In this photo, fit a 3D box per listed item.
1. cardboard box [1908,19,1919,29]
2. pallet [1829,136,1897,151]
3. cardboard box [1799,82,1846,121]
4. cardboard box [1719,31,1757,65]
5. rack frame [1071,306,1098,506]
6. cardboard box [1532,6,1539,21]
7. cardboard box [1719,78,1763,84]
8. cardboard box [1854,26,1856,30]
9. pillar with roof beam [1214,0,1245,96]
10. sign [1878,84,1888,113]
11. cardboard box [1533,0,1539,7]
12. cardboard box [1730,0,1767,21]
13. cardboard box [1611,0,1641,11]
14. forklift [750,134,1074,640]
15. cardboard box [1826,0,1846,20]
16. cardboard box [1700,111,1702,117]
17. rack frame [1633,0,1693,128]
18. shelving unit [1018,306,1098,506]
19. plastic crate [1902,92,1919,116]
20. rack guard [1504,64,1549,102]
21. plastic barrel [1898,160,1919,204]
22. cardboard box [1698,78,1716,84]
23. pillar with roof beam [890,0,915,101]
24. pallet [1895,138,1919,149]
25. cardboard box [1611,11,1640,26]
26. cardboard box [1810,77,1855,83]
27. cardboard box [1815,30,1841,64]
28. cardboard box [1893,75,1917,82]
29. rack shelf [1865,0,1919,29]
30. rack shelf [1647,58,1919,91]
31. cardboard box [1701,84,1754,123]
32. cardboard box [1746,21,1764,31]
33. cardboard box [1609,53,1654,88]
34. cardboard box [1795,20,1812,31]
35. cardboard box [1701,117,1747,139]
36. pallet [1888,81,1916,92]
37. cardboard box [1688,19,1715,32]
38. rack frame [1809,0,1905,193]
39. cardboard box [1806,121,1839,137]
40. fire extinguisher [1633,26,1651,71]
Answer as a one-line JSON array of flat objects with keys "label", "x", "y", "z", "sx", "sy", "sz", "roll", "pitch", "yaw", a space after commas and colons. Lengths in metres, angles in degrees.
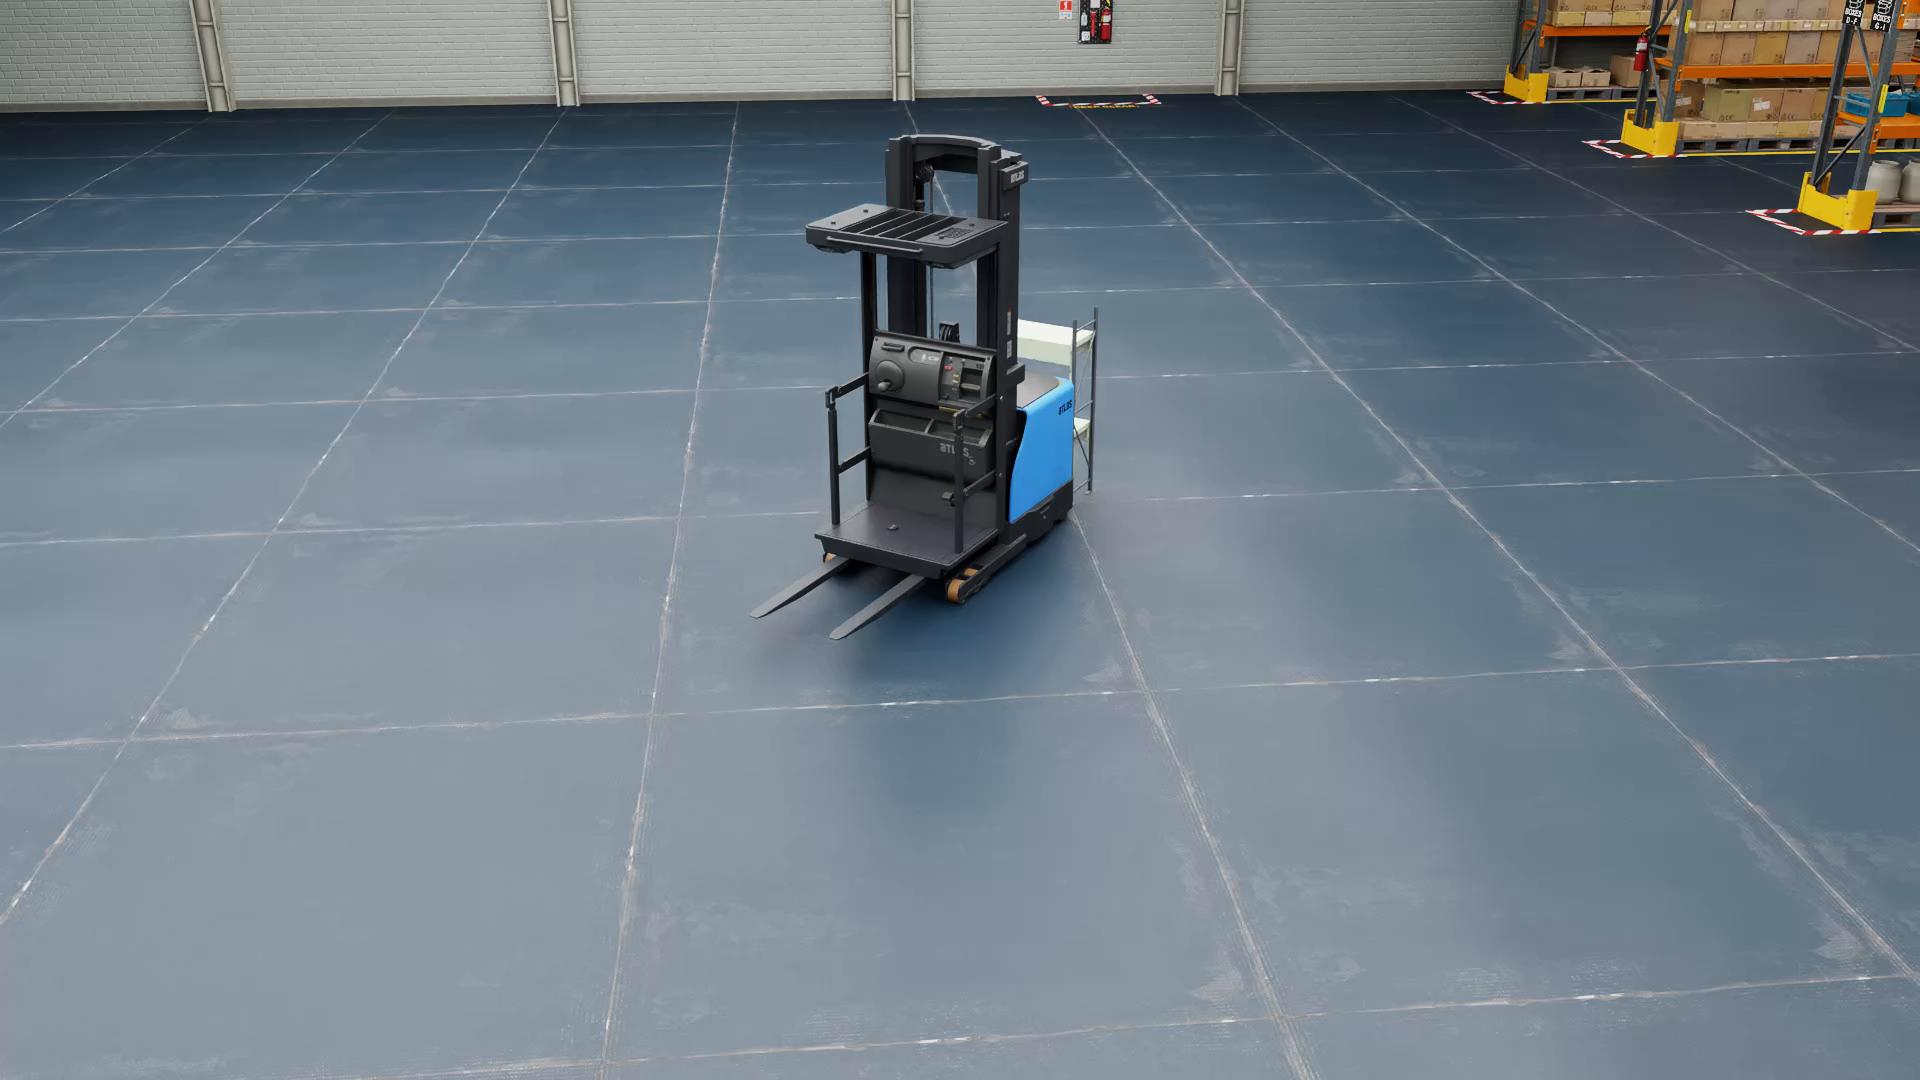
[{"label": "cardboard box", "x": 14.520, "y": -7.918, "z": 25.449, "sx": 0.250, "sy": 0.149, "sz": 0.380, "roll": -2, "pitch": 24, "yaw": -5}, {"label": "pallet", "x": 13.974, "y": -6.384, "z": 26.353, "sx": 1.213, "sy": 0.211, "sz": 1.003, "roll": -2, "pitch": 24, "yaw": -5}, {"label": "cardboard box", "x": 13.334, "y": -6.808, "z": 25.818, "sx": 0.500, "sy": 0.500, "sz": 0.500, "roll": -2, "pitch": 24, "yaw": -5}, {"label": "cardboard box", "x": 11.777, "y": -7.595, "z": 25.522, "sx": 0.500, "sy": 0.500, "sz": 0.700, "roll": -2, "pitch": 24, "yaw": -4}, {"label": "rack frame", "x": 0.934, "y": -1.002, "z": 12.658, "sx": 0.023, "sy": 1.500, "sz": 0.400, "roll": 13, "pitch": 27, "yaw": 27}, {"label": "cardboard box", "x": 10.745, "y": -9.553, "z": 30.210, "sx": 0.500, "sy": 0.250, "sz": 0.500, "roll": -2, "pitch": 24, "yaw": -4}, {"label": "cardboard box", "x": 12.287, "y": -6.979, "z": 26.203, "sx": 0.500, "sy": 0.500, "sz": 0.500, "roll": -2, "pitch": 24, "yaw": -5}, {"label": "cardboard box", "x": 13.508, "y": -7.878, "z": 25.359, "sx": 0.250, "sy": 0.149, "sz": 0.380, "roll": -2, "pitch": 24, "yaw": -5}, {"label": "pillar with roof beam", "x": 5.362, "y": -10.655, "z": 25.142, "sx": 0.400, "sy": 9.000, "sz": 9.100, "roll": -2, "pitch": 24, "yaw": -5}, {"label": "sign", "x": 11.322, "y": -5.415, "z": 20.399, "sx": 0.005, "sy": 0.325, "sz": 0.100, "roll": -2, "pitch": 24, "yaw": -5}, {"label": "cardboard box", "x": 10.747, "y": -9.903, "z": 30.075, "sx": 0.500, "sy": 0.500, "sz": 0.500, "roll": -3, "pitch": 24, "yaw": -6}, {"label": "cardboard box", "x": 11.831, "y": -8.191, "z": 25.264, "sx": 0.500, "sy": 0.500, "sz": 0.700, "roll": -3, "pitch": 24, "yaw": -7}, {"label": "cardboard box", "x": 11.811, "y": -9.730, "z": 29.685, "sx": 0.500, "sy": 0.500, "sz": 0.500, "roll": -3, "pitch": 24, "yaw": -7}, {"label": "forklift", "x": -0.307, "y": -1.119, "z": 11.160, "sx": 1.130, "sy": 2.935, "sz": 3.031, "roll": 13, "pitch": 27, "yaw": 27}, {"label": "cardboard box", "x": 13.328, "y": -8.251, "z": 25.400, "sx": 0.500, "sy": 0.500, "sz": 0.700, "roll": -2, "pitch": 24, "yaw": -5}, {"label": "cardboard box", "x": 11.790, "y": -6.614, "z": 26.307, "sx": 0.500, "sy": 0.250, "sz": 0.500, "roll": -2, "pitch": 24, "yaw": -5}, {"label": "rack frame", "x": 10.789, "y": -7.513, "z": 25.461, "sx": 0.127, "sy": 3.000, "sz": 1.000, "roll": -2, "pitch": 24, "yaw": -5}, {"label": "shelving unit", "x": 0.616, "y": -1.075, "z": 12.823, "sx": 0.755, "sy": 1.500, "sz": 0.431, "roll": 13, "pitch": 27, "yaw": 27}, {"label": "plastic crate", "x": 12.388, "y": -5.608, "z": 21.356, "sx": 0.408, "sy": 0.251, "sz": 0.499, "roll": -2, "pitch": 24, "yaw": -5}, {"label": "rack guard", "x": 10.374, "y": -8.376, "z": 30.480, "sx": 0.348, "sy": 0.500, "sz": 1.175, "roll": -2, "pitch": 24, "yaw": -5}, {"label": "plastic barrel", "x": 12.419, "y": -4.643, "z": 21.550, "sx": 0.421, "sy": 0.512, "sz": 0.421, "roll": 0, "pitch": 24, "yaw": 0}, {"label": "cardboard box", "x": 13.750, "y": -8.548, "z": 30.735, "sx": 0.250, "sy": 0.166, "sz": 0.380, "roll": -5, "pitch": 25, "yaw": -12}, {"label": "pillar with roof beam", "x": -0.608, "y": -10.415, "z": 24.603, "sx": 0.400, "sy": 9.000, "sz": 9.100, "roll": -2, "pitch": 24, "yaw": -5}, {"label": "pallet", "x": 15.499, "y": -6.444, "z": 26.488, "sx": 1.213, "sy": 0.211, "sz": 1.003, "roll": -2, "pitch": 24, "yaw": -5}, {"label": "cardboard box", "x": 11.838, "y": -9.392, "z": 29.847, "sx": 0.500, "sy": 0.250, "sz": 0.500, "roll": -3, "pitch": 24, "yaw": -6}, {"label": "cardboard box", "x": 13.781, "y": -7.036, "z": 26.332, "sx": 0.500, "sy": 0.500, "sz": 0.500, "roll": -2, "pitch": 24, "yaw": -5}, {"label": "cardboard box", "x": 13.305, "y": -7.656, "z": 25.659, "sx": 0.500, "sy": 0.500, "sz": 0.700, "roll": -2, "pitch": 24, "yaw": -4}, {"label": "cardboard box", "x": 17.549, "y": -8.844, "z": 30.990, "sx": 0.500, "sy": 0.500, "sz": 0.700, "roll": -2, "pitch": 24, "yaw": -4}, {"label": "rack shelf", "x": 13.263, "y": -6.633, "z": 20.672, "sx": 4.000, "sy": 0.370, "sz": 1.077, "roll": -2, "pitch": 24, "yaw": -5}, {"label": "rack shelf", "x": 12.780, "y": -7.264, "z": 25.786, "sx": 4.000, "sy": 0.370, "sz": 1.077, "roll": -2, "pitch": 24, "yaw": -5}, {"label": "cardboard box", "x": 11.842, "y": -6.744, "z": 25.674, "sx": 0.500, "sy": 0.500, "sz": 0.500, "roll": -2, "pitch": 24, "yaw": -5}, {"label": "cardboard box", "x": 11.963, "y": -7.814, "z": 25.216, "sx": 0.250, "sy": 0.149, "sz": 0.380, "roll": -3, "pitch": 24, "yaw": -6}, {"label": "cardboard box", "x": 12.298, "y": -8.597, "z": 30.435, "sx": 0.500, "sy": 0.500, "sz": 0.700, "roll": -4, "pitch": 24, "yaw": -8}, {"label": "cardboard box", "x": 12.731, "y": -7.845, "z": 25.285, "sx": 0.250, "sy": 0.149, "sz": 0.380, "roll": -2, "pitch": 24, "yaw": -5}, {"label": "cardboard box", "x": 11.842, "y": -6.402, "z": 25.828, "sx": 0.500, "sy": 0.250, "sz": 0.500, "roll": -2, "pitch": 24, "yaw": -5}, {"label": "pallet", "x": 17.482, "y": -8.530, "z": 31.181, "sx": 1.213, "sy": 0.211, "sz": 1.003, "roll": -2, "pitch": 24, "yaw": -5}, {"label": "cardboard box", "x": 11.201, "y": -7.784, "z": 25.148, "sx": 0.250, "sy": 0.149, "sz": 0.380, "roll": -2, "pitch": 24, "yaw": -6}, {"label": "rack frame", "x": 11.272, "y": -5.511, "z": 20.956, "sx": 0.127, "sy": 3.000, "sz": 1.000, "roll": -2, "pitch": 24, "yaw": -5}, {"label": "cardboard box", "x": 13.335, "y": -6.460, "z": 25.958, "sx": 0.500, "sy": 0.250, "sz": 0.500, "roll": -2, "pitch": 24, "yaw": -5}, {"label": "fire extinguisher", "x": 10.626, "y": -7.661, "z": 25.888, "sx": 0.183, "sy": 0.674, "sz": 0.296, "roll": -2, "pitch": 24, "yaw": -5}]
